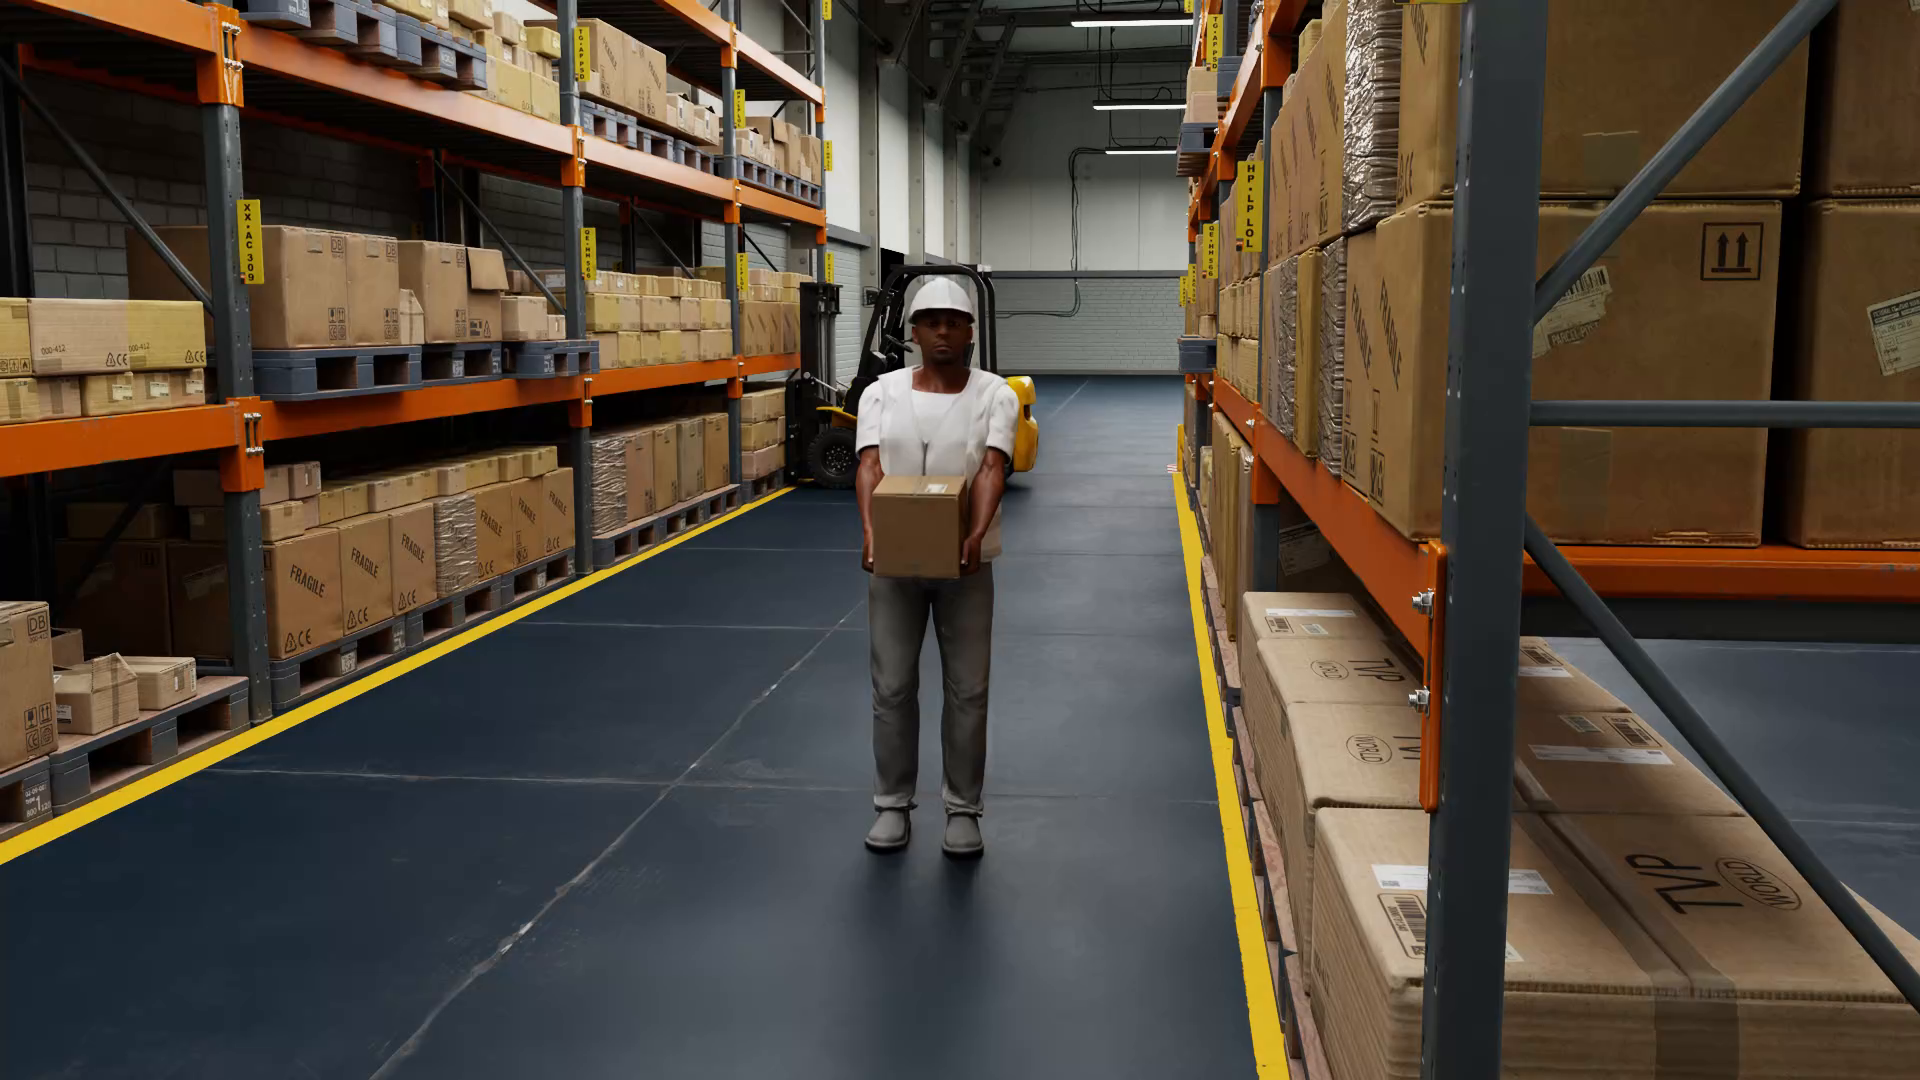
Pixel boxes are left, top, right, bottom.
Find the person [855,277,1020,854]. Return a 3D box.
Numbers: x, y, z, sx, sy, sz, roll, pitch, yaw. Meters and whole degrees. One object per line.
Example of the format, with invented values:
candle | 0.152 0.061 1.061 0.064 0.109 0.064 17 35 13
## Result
person | -0.080 0.084 5.087 0.504 1.760 0.575 1 8 6
